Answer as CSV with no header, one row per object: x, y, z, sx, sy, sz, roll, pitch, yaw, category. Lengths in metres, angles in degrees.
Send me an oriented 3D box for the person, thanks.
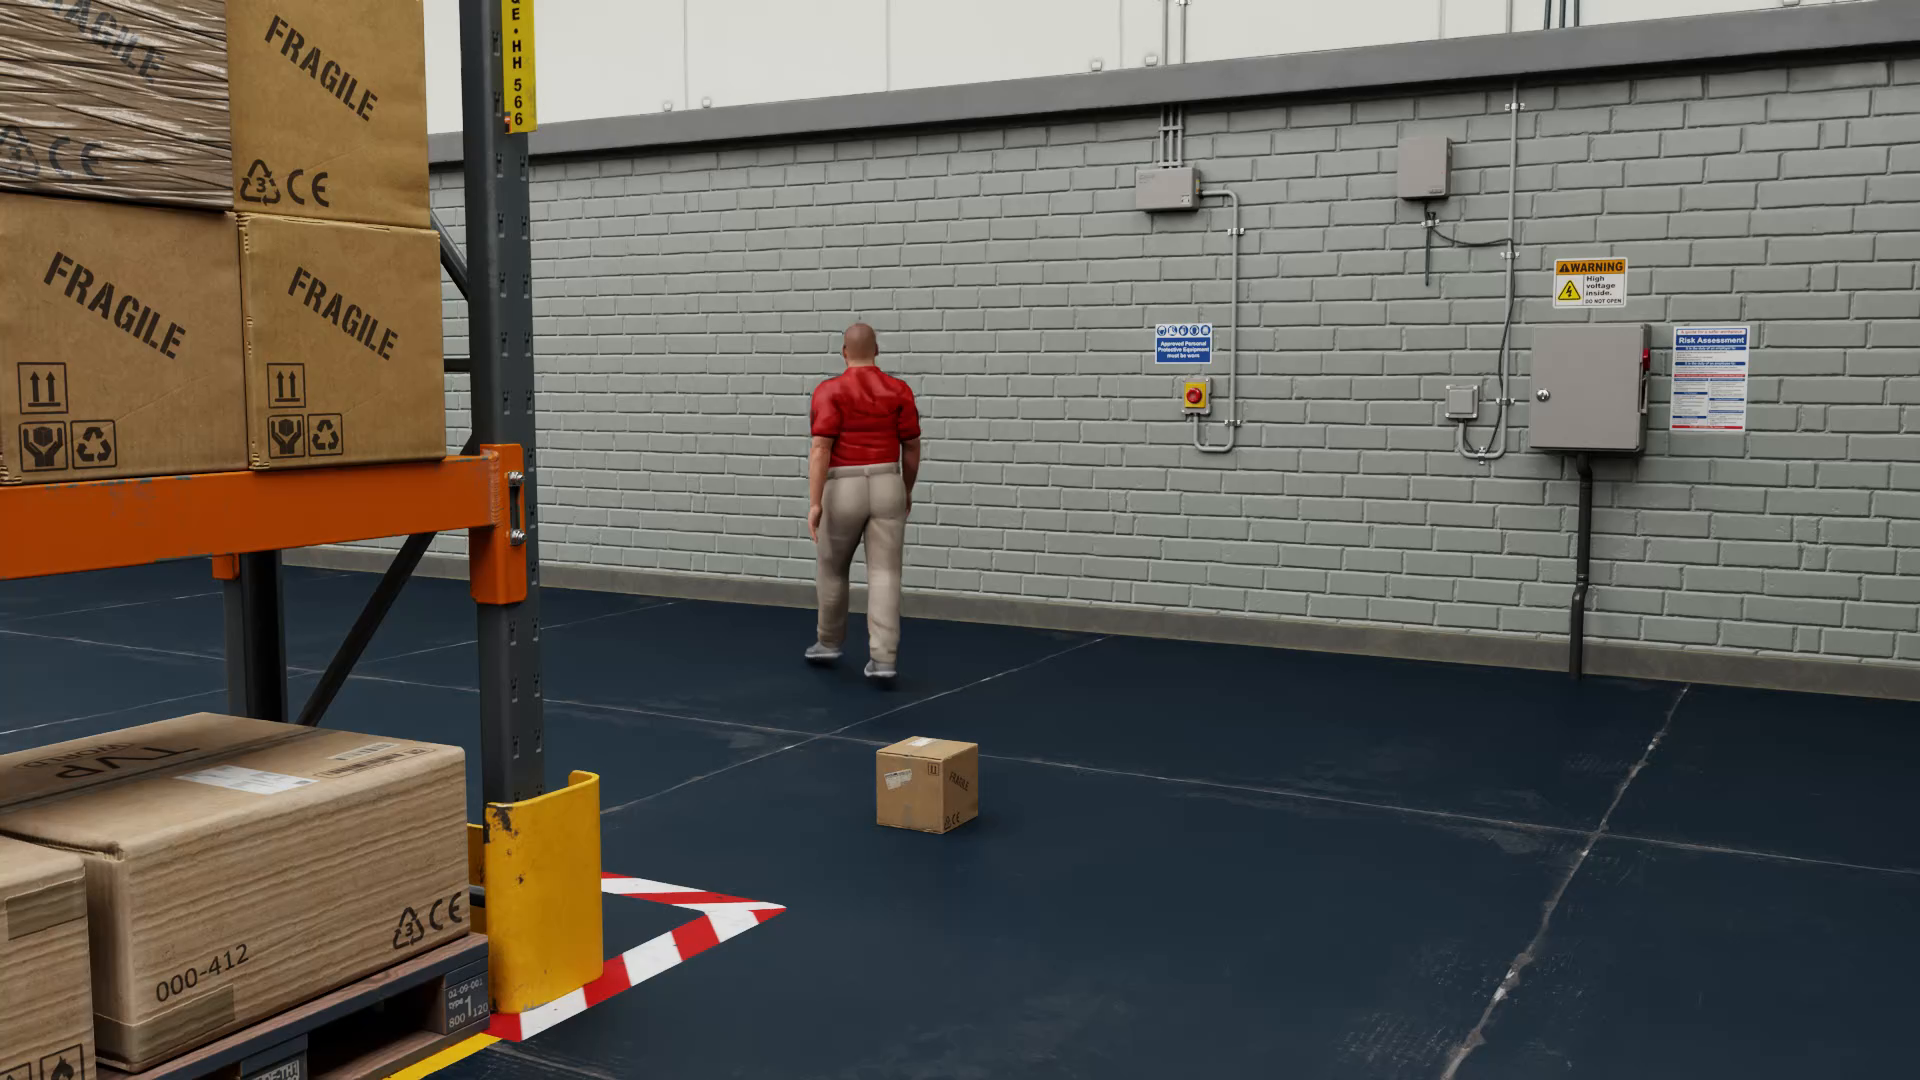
-0.485,-0.203,8.095,0.576,1.685,0.951,-1,6,-13,person
